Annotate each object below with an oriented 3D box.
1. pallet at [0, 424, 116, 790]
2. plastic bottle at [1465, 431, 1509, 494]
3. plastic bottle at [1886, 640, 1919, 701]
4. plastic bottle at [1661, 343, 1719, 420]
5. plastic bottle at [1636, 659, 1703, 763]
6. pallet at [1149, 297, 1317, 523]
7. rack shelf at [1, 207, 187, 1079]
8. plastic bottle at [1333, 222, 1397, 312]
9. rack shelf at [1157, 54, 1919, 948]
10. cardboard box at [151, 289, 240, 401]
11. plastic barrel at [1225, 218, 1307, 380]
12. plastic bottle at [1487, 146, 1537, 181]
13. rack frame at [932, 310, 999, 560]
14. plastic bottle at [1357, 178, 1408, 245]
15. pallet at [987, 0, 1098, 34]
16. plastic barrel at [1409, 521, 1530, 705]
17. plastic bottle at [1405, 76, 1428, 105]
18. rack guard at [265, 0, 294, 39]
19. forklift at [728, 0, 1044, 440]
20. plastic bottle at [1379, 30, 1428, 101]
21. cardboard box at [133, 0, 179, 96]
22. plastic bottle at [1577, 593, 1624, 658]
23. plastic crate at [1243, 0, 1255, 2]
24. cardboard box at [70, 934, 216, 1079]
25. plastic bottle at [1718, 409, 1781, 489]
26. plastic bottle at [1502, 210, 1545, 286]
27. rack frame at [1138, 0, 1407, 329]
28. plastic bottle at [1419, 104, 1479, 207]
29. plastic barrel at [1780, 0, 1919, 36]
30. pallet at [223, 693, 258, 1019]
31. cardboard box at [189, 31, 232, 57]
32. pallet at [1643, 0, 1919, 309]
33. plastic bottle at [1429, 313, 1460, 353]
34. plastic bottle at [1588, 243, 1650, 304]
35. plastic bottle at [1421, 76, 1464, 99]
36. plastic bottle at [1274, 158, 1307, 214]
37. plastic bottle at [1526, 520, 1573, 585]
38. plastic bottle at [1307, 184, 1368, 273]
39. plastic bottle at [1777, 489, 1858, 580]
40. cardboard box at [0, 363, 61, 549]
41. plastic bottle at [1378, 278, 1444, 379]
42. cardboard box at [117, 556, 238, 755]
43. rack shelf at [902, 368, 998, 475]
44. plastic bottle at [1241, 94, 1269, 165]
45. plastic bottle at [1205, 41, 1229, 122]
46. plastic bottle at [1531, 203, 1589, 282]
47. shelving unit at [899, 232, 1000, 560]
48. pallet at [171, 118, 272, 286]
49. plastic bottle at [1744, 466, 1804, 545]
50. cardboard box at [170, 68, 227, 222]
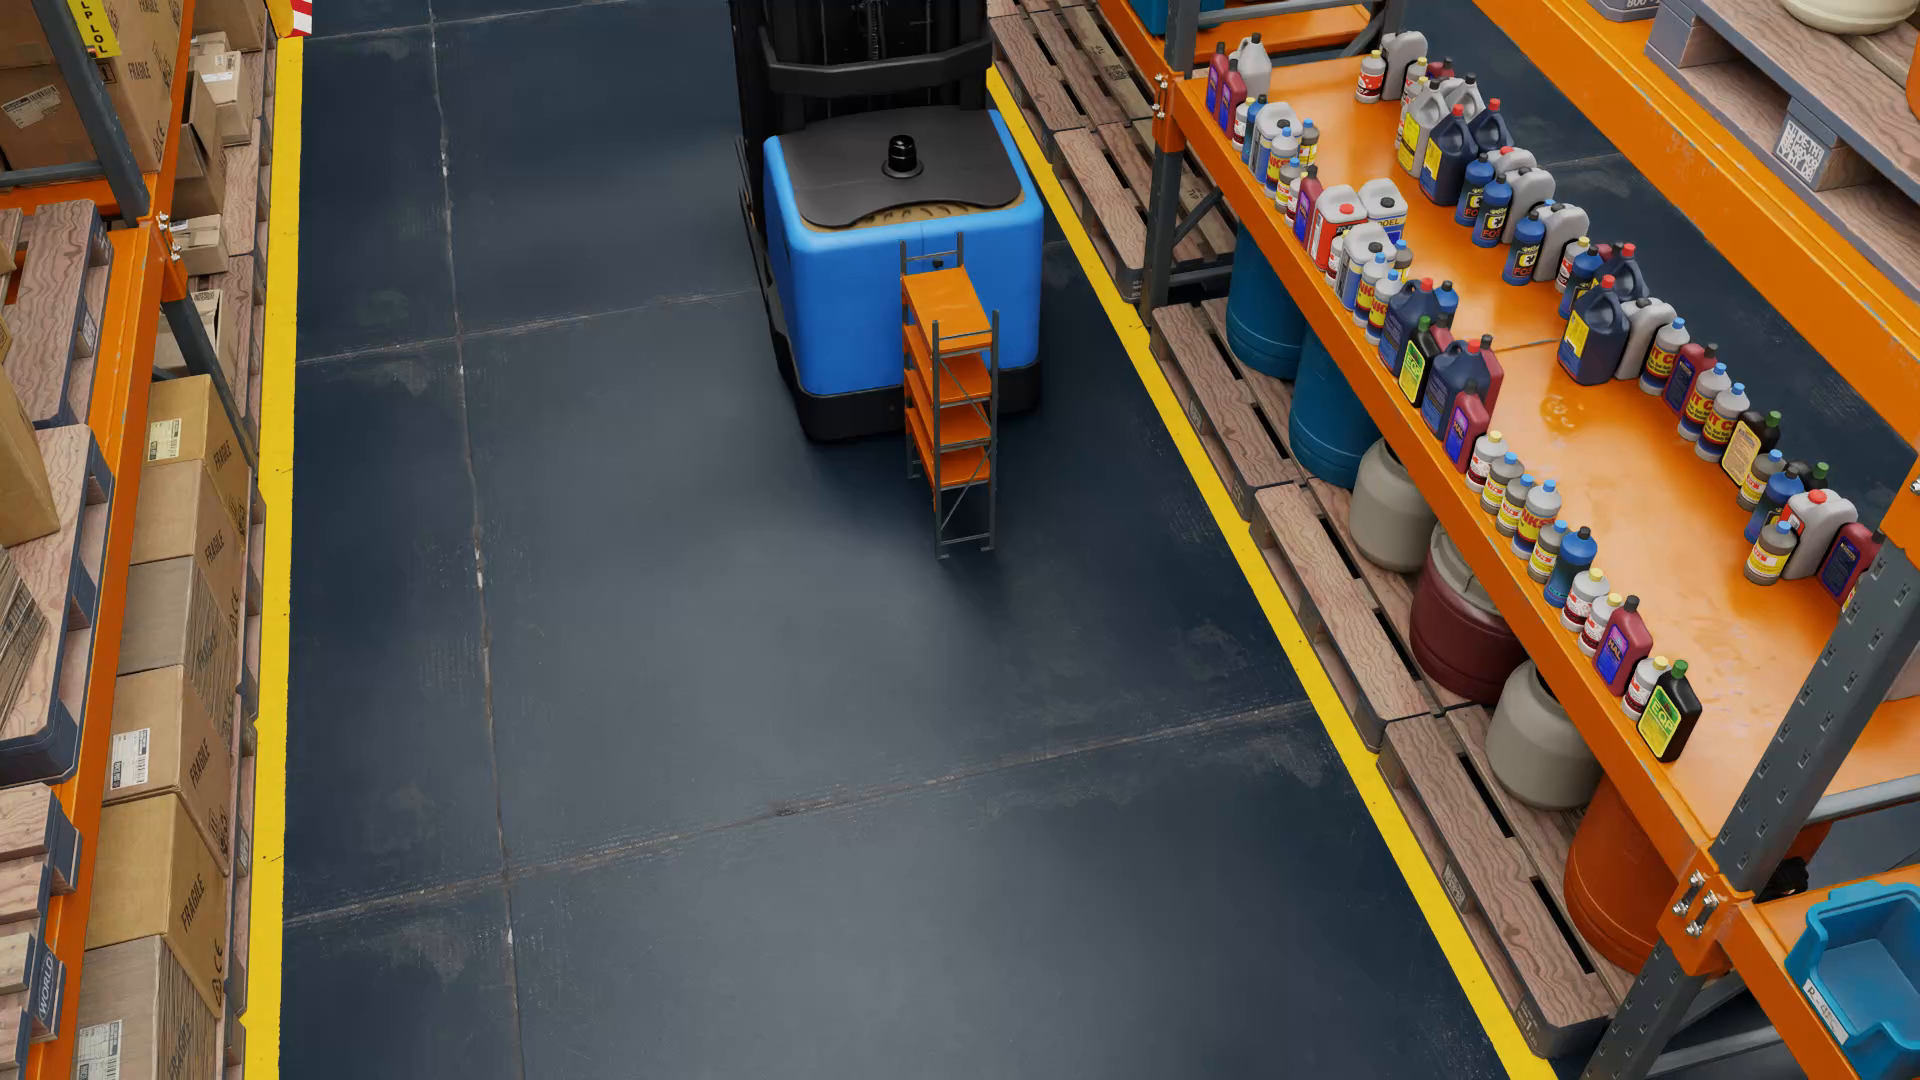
[{"bbox_3d":[-2.933,0.229,4.560,1.003,0.211,1.213,-11,47,-10],"label":"pallet"},{"bbox_3d":[1.597,-0.244,5.028,0.097,0.201,0.097,0,46,0],"label":"plastic bottle"},{"bbox_3d":[2.560,0.286,4.456,0.152,0.276,0.135,-11,47,-10],"label":"plastic bottle"},{"bbox_3d":[2.309,-0.523,5.244,0.061,0.283,0.133,-11,47,-10],"label":"plastic bottle"},{"bbox_3d":[1.843,0.440,4.300,0.061,0.283,0.133,-11,47,-10],"label":"plastic bottle"},{"bbox_3d":[1.492,-0.645,7.234,1.003,0.211,1.213,-11,47,-10],"label":"pallet"},{"bbox_3d":[-2.943,0.374,4.787,1.077,0.370,4.000,-11,47,-10],"label":"rack shelf"},{"bbox_3d":[1.381,-0.929,5.647,0.152,0.276,0.135,-11,47,-10],"label":"plastic bottle"},{"bbox_3d":[1.847,-0.529,5.672,1.077,0.370,4.000,-11,47,-10],"label":"rack shelf"},{"bbox_3d":[-3.353,-0.800,7.009,0.500,0.311,0.500,-11,47,-10],"label":"cardboard box"},{"bbox_3d":[1.457,-1.195,6.996,0.600,0.901,0.708,-11,47,-10],"label":"plastic barrel"},{"bbox_3d":[1.971,-1.304,6.015,0.152,0.276,0.135,-11,47,-10],"label":"plastic bottle"},{"bbox_3d":[0.020,-0.366,6.268,0.240,1.200,0.015,-11,47,-10],"label":"rack frame"},{"bbox_3d":[1.469,-1.117,5.832,0.152,0.276,0.135,-11,47,-10],"label":"plastic bottle"},{"bbox_3d":[0.484,-3.370,9.905,1.003,0.211,1.213,-11,47,-10],"label":"pallet"},{"bbox_3d":[1.928,0.183,5.865,0.600,0.588,0.708,-11,47,-10],"label":"plastic barrel"},{"bbox_3d":[1.779,-1.701,6.455,0.097,0.201,0.097,0,46,0],"label":"plastic bottle"},{"bbox_3d":[-4.459,-3.092,9.431,1.175,0.500,0.348,-11,47,-10],"label":"rack guard"},{"bbox_3d":[-0.478,-2.521,7.168,1.130,2.935,3.031,-9,46,-9],"label":"forklift"},{"bbox_3d":[1.748,-1.905,6.603,0.152,0.276,0.135,-11,47,-10],"label":"plastic bottle"},{"bbox_3d":[-3.456,-2.048,6.587,0.500,0.500,0.500,-10,46,-10],"label":"cardboard box"},{"bbox_3d":[1.772,0.226,4.567,0.097,0.201,0.097,0,46,0],"label":"plastic bottle"},{"bbox_3d":[1.354,-2.437,7.181,0.396,0.136,0.243,-11,47,-10],"label":"plastic crate"},{"bbox_3d":[-2.410,1.497,4.624,0.500,0.500,0.500,-12,47,-12],"label":"cardboard box"},{"bbox_3d":[2.393,-0.296,5.022,0.061,0.283,0.133,-11,47,-10],"label":"plastic bottle"},{"bbox_3d":[1.949,-1.014,5.734,0.097,0.271,0.097,0,46,0],"label":"plastic bottle"},{"bbox_3d":[1.335,-2.161,6.768,1.000,3.000,0.127,-11,47,-10],"label":"rack frame"},{"bbox_3d":[1.794,-1.415,6.071,0.144,0.351,0.185,-11,47,-10],"label":"plastic bottle"},{"bbox_3d":[1.942,-1.262,3.589,0.301,0.262,0.301,0,46,0],"label":"plastic barrel"},{"bbox_3d":[-2.894,1.116,5.508,1.003,0.211,1.213,-11,47,-10],"label":"pallet"},{"bbox_3d":[-4.085,-2.556,8.830,0.380,0.166,0.250,-11,47,-10],"label":"cardboard box"},{"bbox_3d":[2.257,-0.929,3.593,1.003,0.211,1.213,-11,47,-10],"label":"pallet"},{"bbox_3d":[1.527,-0.580,5.300,0.061,0.283,0.133,-11,47,-10],"label":"plastic bottle"},{"bbox_3d":[2.168,-0.809,5.477,0.144,0.351,0.185,-11,47,-10],"label":"plastic bottle"},{"bbox_3d":[1.841,-1.653,6.356,0.152,0.276,0.135,-11,47,-10],"label":"plastic bottle"},{"bbox_3d":[1.207,-1.298,6.061,0.097,0.201,0.097,0,46,0],"label":"plastic bottle"},{"bbox_3d":[1.697,0.025,4.765,0.097,0.201,0.097,0,46,0],"label":"plastic bottle"},{"bbox_3d":[1.322,-1.089,5.804,0.152,0.276,0.135,-11,47,-10],"label":"plastic bottle"},{"bbox_3d":[2.442,-0.034,4.770,0.152,0.276,0.135,-11,47,-10],"label":"plastic bottle"},{"bbox_3d":[-2.943,-0.232,4.513,0.700,0.500,0.500,-22,50,-20],"label":"cardboard box"},{"bbox_3d":[1.468,-0.710,5.380,0.144,0.351,0.185,-11,47,-10],"label":"plastic bottle"},{"bbox_3d":[-2.805,0.440,5.661,0.500,0.500,0.500,-10,46,-10],"label":"cardboard box"},{"bbox_3d":[-0.042,-0.487,6.482,0.258,0.148,0.480,-11,47,-10],"label":"rack shelf"},{"bbox_3d":[1.122,-1.549,6.258,0.097,0.271,0.097,0,46,0],"label":"plastic bottle"},{"bbox_3d":[1.016,-1.789,6.485,0.061,0.283,0.133,-11,47,-10],"label":"plastic bottle"},{"bbox_3d":[2.064,-1.051,5.767,0.152,0.276,0.135,-11,47,-10],"label":"plastic bottle"},{"bbox_3d":[-0.042,-0.534,6.433,0.258,1.200,0.503,-11,47,-10],"label":"shelving unit"},{"bbox_3d":[-3.946,-1.600,8.171,1.003,0.211,1.213,-11,47,-10],"label":"pallet"},{"bbox_3d":[2.380,-0.106,4.844,0.097,0.271,0.097,0,46,0],"label":"plastic bottle"},{"bbox_3d":[-3.941,-1.835,7.888,0.797,0.503,0.637,-11,47,-10],"label":"cardboard box"}]
